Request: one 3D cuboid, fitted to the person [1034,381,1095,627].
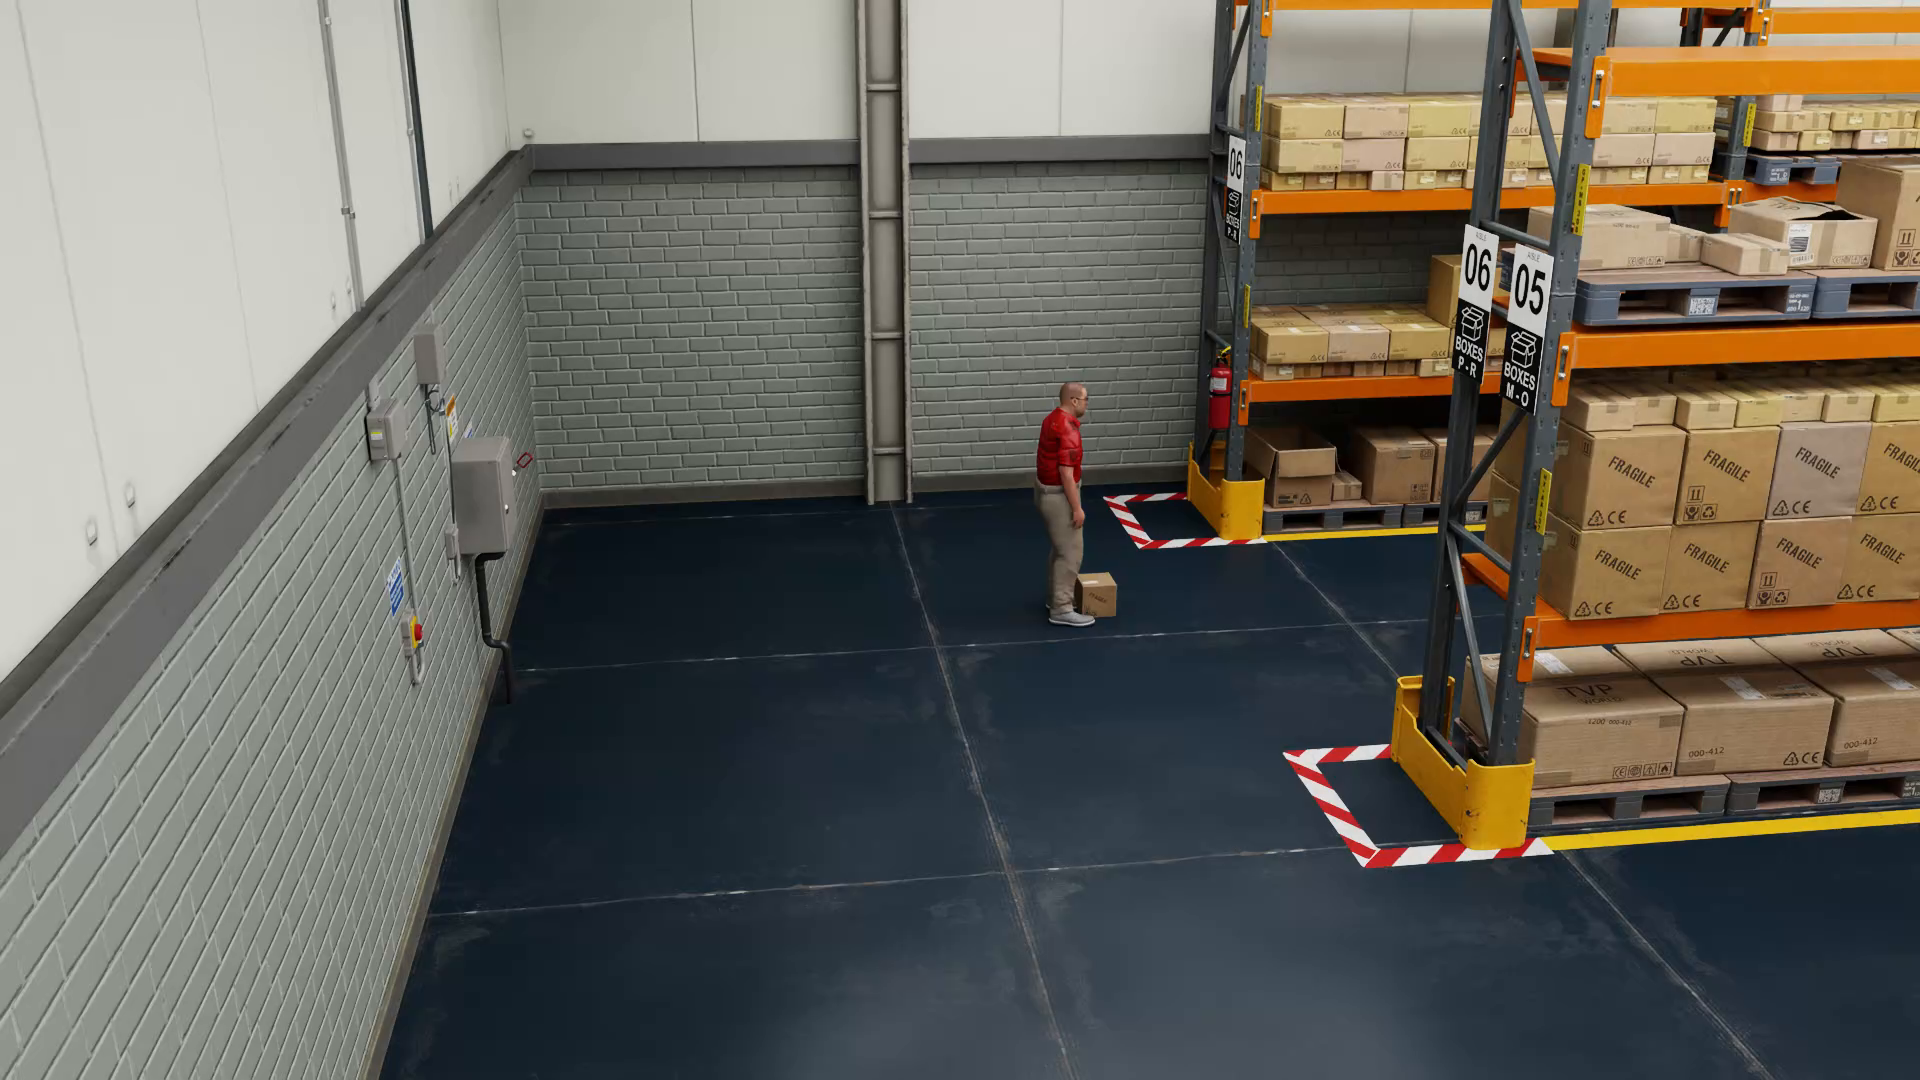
[{"bbox_3d":[0.759,-0.281,11.869,0.432,1.727,0.606,-4,20,-11],"label":"person"}]
